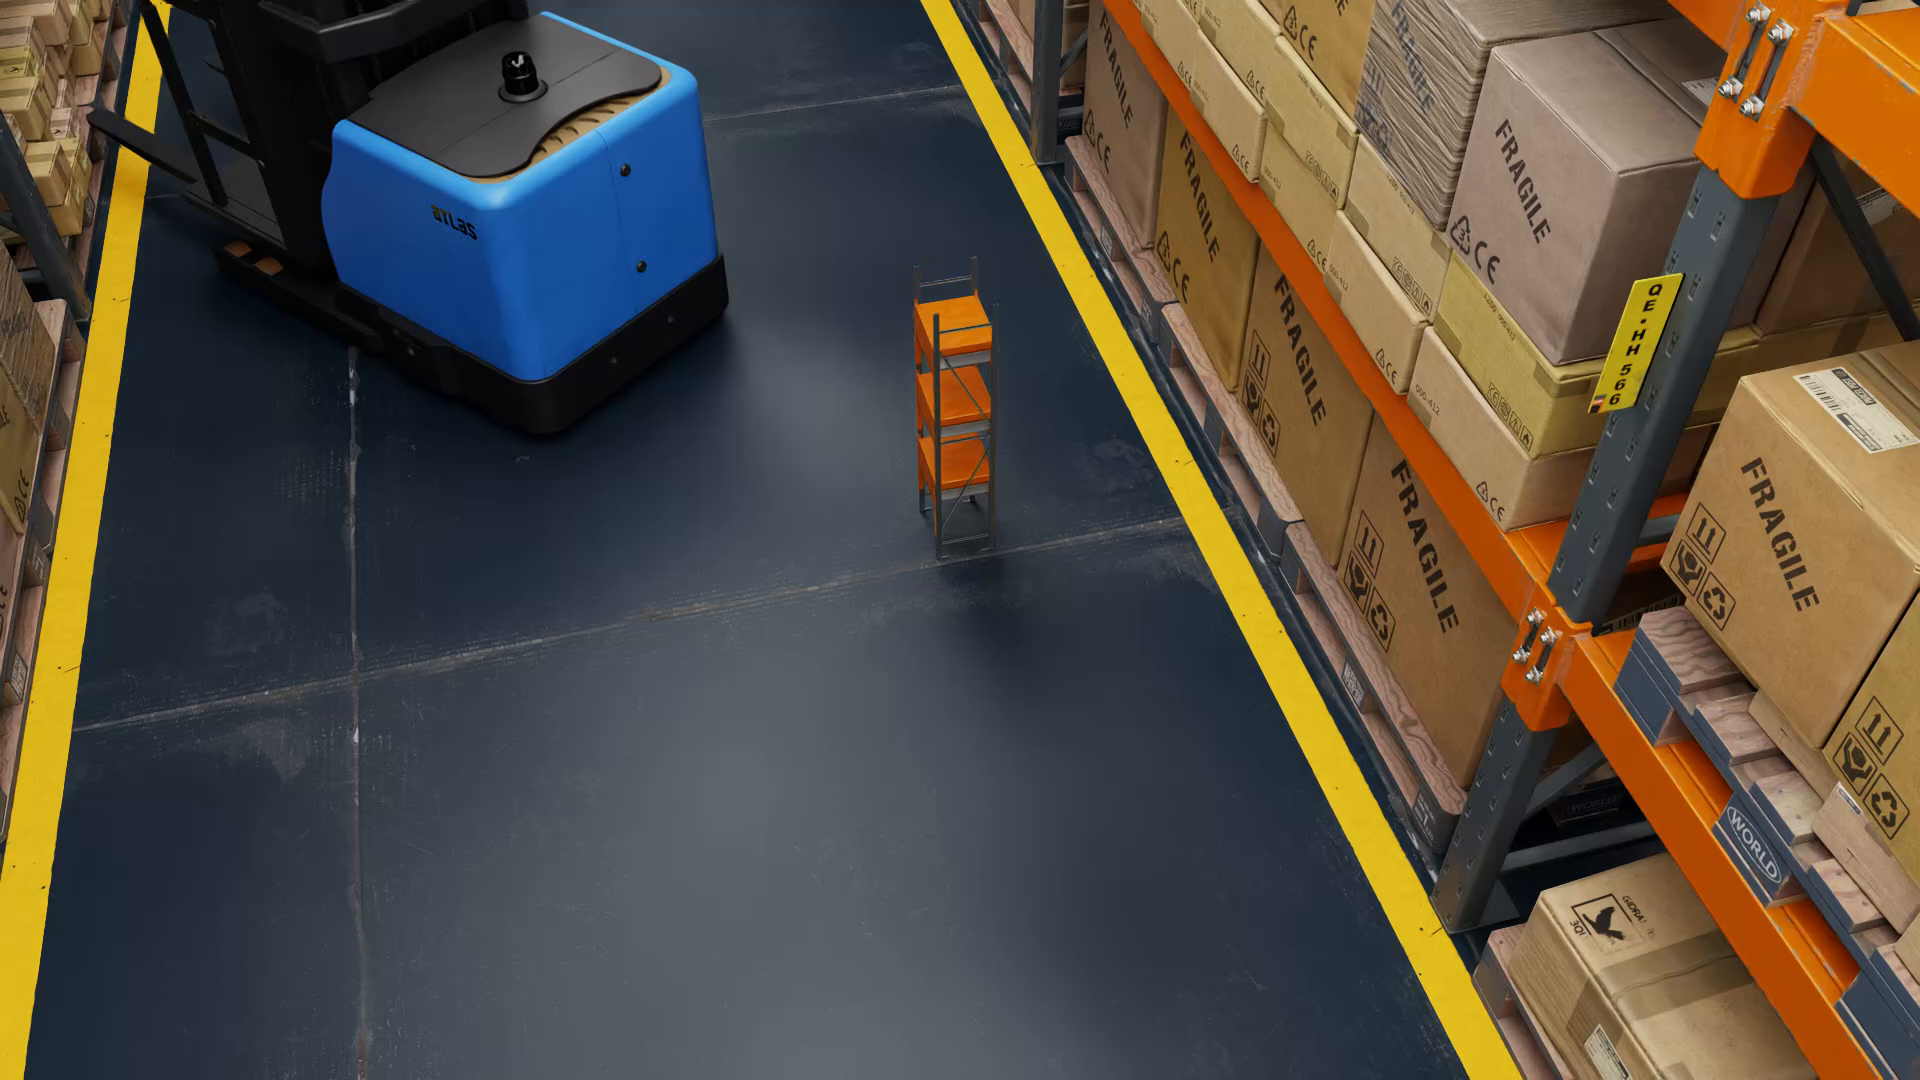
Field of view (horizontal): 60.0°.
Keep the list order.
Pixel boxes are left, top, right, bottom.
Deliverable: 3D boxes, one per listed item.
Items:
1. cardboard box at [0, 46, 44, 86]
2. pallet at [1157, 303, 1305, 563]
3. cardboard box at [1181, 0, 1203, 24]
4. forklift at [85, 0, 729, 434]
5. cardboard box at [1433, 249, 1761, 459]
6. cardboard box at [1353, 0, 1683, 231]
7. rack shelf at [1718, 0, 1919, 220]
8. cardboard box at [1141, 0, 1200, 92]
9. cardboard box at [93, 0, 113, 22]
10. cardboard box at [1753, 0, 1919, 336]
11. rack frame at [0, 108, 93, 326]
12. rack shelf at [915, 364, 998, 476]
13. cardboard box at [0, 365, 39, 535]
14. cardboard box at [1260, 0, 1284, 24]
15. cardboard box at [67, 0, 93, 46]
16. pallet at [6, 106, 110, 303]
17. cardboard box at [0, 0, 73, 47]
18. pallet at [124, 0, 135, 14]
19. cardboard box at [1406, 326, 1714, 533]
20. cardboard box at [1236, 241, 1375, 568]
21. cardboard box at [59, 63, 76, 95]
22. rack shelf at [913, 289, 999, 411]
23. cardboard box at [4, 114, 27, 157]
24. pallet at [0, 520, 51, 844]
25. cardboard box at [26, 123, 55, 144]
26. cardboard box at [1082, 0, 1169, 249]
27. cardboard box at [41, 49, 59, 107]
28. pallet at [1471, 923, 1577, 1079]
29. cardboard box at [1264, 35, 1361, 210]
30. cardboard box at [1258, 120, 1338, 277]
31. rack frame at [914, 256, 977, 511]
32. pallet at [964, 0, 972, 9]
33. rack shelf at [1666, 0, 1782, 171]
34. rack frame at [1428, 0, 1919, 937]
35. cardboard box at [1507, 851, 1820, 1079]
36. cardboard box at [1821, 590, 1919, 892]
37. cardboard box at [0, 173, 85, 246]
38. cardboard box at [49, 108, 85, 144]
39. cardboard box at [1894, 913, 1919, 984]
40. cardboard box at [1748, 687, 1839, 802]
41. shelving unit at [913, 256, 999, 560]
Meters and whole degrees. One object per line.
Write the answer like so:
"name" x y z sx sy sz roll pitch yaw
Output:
"cardboard box" -3.962 -1.859 6.757 0.380 0.149 0.250 -11 47 -11
"pallet" 1.397 -0.495 6.087 1.003 0.211 1.213 -11 47 -10
"cardboard box" 0.915 -1.893 5.260 0.500 0.250 0.500 -10 46 -10
"forklift" -2.401 -2.271 5.923 3.031 2.935 1.130 28 52 25
"cardboard box" 1.465 -0.483 3.878 0.500 0.250 0.500 -11 47 -10
"cardboard box" 1.310 -1.119 3.976 0.500 0.500 0.500 -10 46 -10
"rack shelf" 2.347 0.510 1.553 1.077 0.370 4.000 -11 47 -10
"cardboard box" 0.918 -1.716 5.436 0.500 0.250 0.500 -11 47 -11
"cardboard box" -4.236 -2.562 7.863 0.380 0.149 0.250 -10 46 -10
"cardboard box" 1.945 -0.842 3.705 0.500 0.500 0.500 -12 47 -12
"rack frame" -3.948 -1.859 5.472 1.000 3.000 0.127 -11 47 -10
"rack shelf" -0.014 -0.397 5.419 0.215 0.259 0.240 -11 47 -10
"cardboard box" -3.384 -0.312 5.412 0.500 0.500 0.500 -12 47 -11
"cardboard box" 1.067 -1.814 4.657 0.500 0.500 0.500 -11 47 -11
"cardboard box" -4.098 -2.308 7.405 0.380 0.149 0.250 -11 47 -11
"pallet" -4.155 -1.340 6.916 1.003 0.211 1.213 -11 47 -10
"cardboard box" -4.037 -2.225 7.116 0.380 0.149 0.250 -10 46 -9
"pallet" -4.779 -3.025 8.567 1.003 0.211 1.213 -11 47 -10
"cardboard box" 1.454 -0.321 4.070 0.500 0.250 0.500 -12 47 -12
"cardboard box" 1.514 -0.584 5.416 0.875 0.875 0.875 -10 46 -10
"cardboard box" -4.129 -2.010 7.321 0.380 0.149 0.250 -13 47 -12
"rack shelf" -0.014 -0.596 5.216 0.215 0.259 0.240 -11 47 -10
"cardboard box" -3.836 -1.492 6.398 0.380 0.149 0.250 -9 46 -9
"pallet" -3.432 0.498 5.114 1.003 0.211 1.213 -11 47 -10
"cardboard box" -3.883 -1.579 6.691 0.380 0.149 0.250 -10 46 -10
"cardboard box" 1.047 -1.824 6.631 0.875 0.875 0.875 -9 46 -9
"cardboard box" -4.047 -1.928 7.033 0.380 0.149 0.250 -13 47 -12
"pallet" 2.033 1.444 4.187 1.003 0.211 1.213 -11 47 -10
"cardboard box" 1.180 -1.186 4.567 0.500 0.250 0.500 -12 47 -11
"cardboard box" 1.195 -1.022 4.756 0.500 0.250 0.500 -11 47 -11
"rack frame" -0.045 -0.489 5.494 0.200 1.050 0.008 -11 47 -10
"pallet" 0.376 -3.241 8.778 1.003 0.211 1.213 -11 47 -10
"rack shelf" 1.323 -2.251 4.259 1.077 0.370 4.000 -11 47 -10
"rack frame" 1.835 -0.072 3.721 1.000 3.000 0.127 -11 47 -10
"cardboard box" 1.970 1.092 4.125 0.950 0.372 0.625 -14 47 -13
"cardboard box" 1.867 0.353 2.731 0.500 0.500 0.500 -9 46 -8
"cardboard box" -3.731 -1.318 6.644 0.380 0.149 0.250 -13 47 -12
"cardboard box" -3.913 -1.664 6.983 0.380 0.149 0.250 -11 47 -11
"cardboard box" 1.854 0.719 2.827 0.380 0.149 0.250 -10 47 -10
"cardboard box" 1.778 0.328 3.210 0.380 0.149 0.250 -13 47 -13
"shelving unit" -0.014 -0.404 5.411 0.215 1.050 0.252 -11 47 -10
